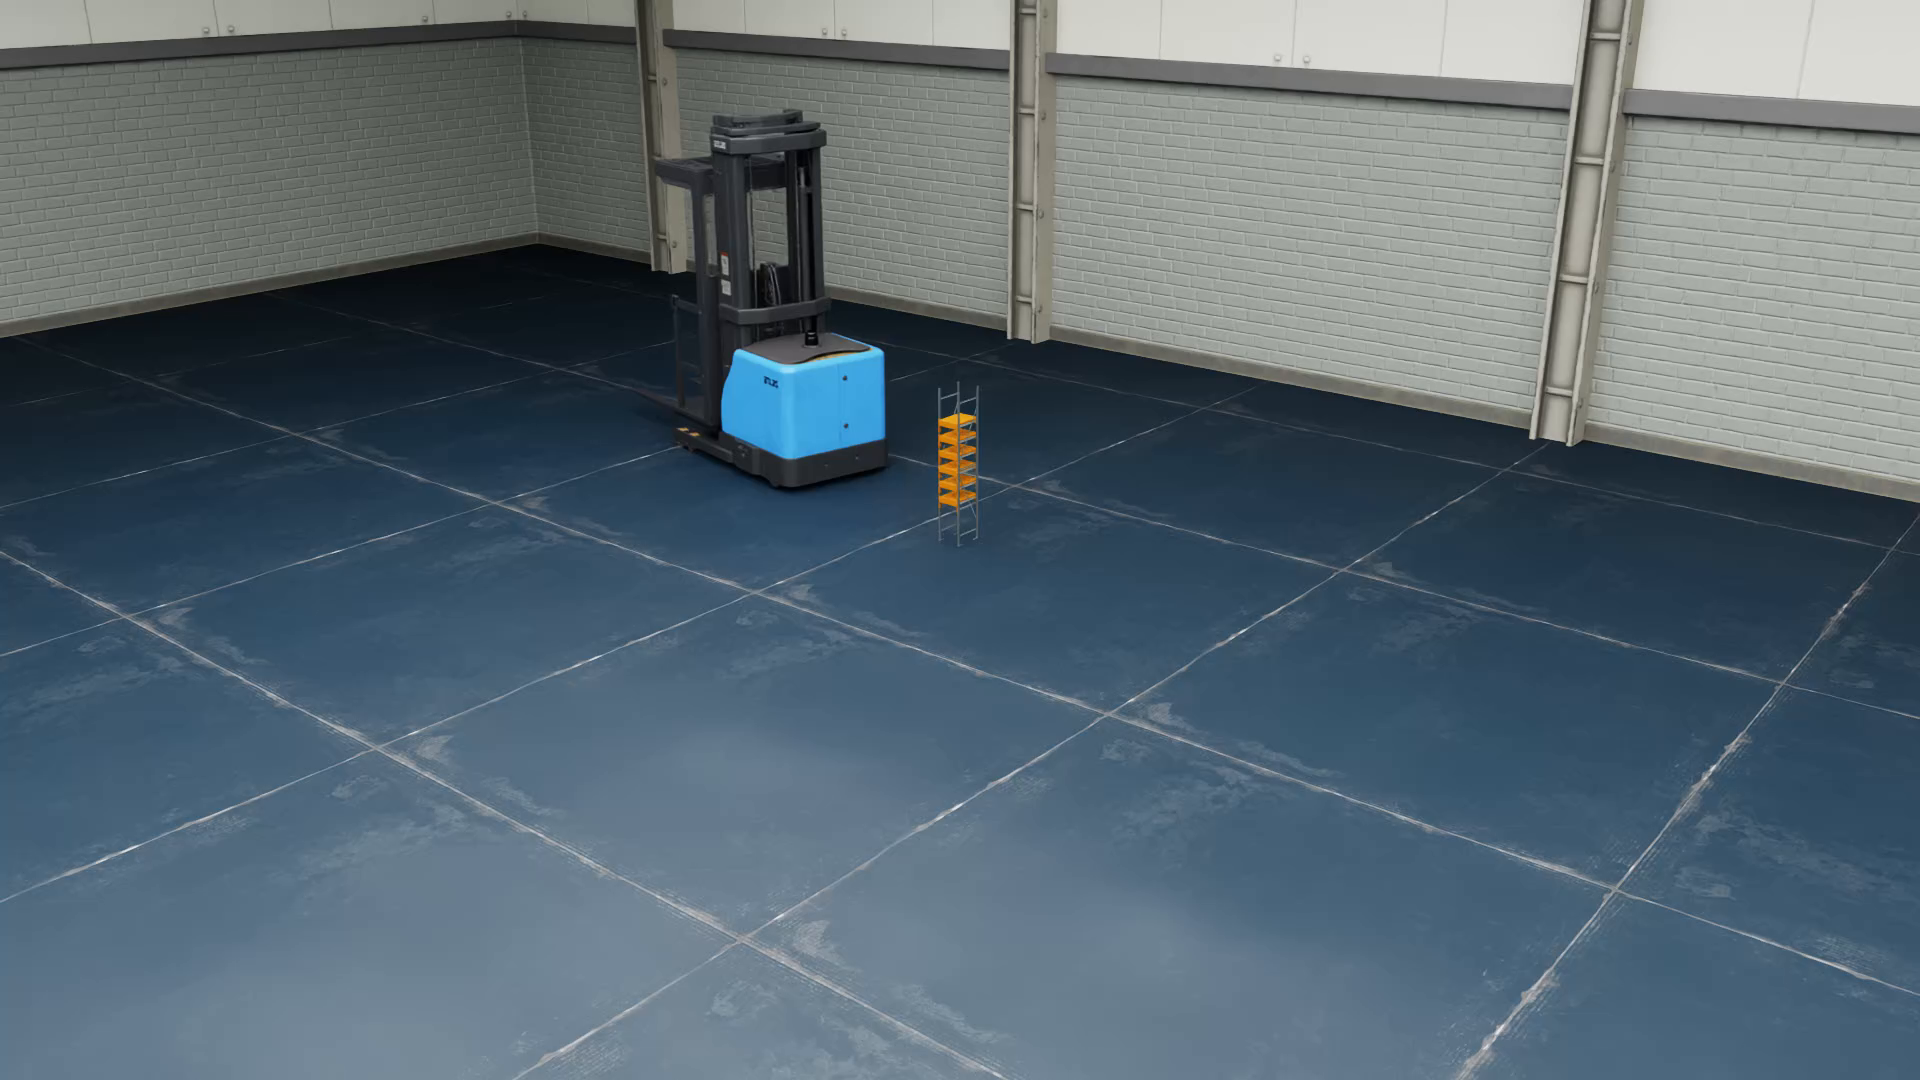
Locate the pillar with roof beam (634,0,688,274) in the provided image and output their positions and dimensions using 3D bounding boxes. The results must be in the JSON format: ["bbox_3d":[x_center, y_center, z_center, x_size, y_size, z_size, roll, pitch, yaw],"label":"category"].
[{"bbox_3d":[-6.597,-6.634,17.506,0.400,9.000,9.100,16,26,36],"label":"pillar with roof beam"}]

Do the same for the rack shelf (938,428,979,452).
[{"bbox_3d":[-0.011,-0.748,12.396,0.180,0.103,0.258,16,26,36],"label":"rack shelf"}]

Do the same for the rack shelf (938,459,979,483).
[{"bbox_3d":[-0.011,-0.523,12.481,0.180,0.103,0.258,16,26,36],"label":"rack shelf"}]

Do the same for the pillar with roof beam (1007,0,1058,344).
[{"bbox_3d":[-1.949,-5.295,13.956,0.400,9.000,9.100,16,26,36],"label":"pillar with roof beam"}]

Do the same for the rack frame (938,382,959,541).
[{"bbox_3d":[-0.082,-0.585,12.519,0.006,1.200,0.240,16,26,36],"label":"rack frame"}]

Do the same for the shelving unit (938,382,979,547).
[{"bbox_3d":[-0.011,-0.565,12.465,0.189,1.200,0.258,16,26,36],"label":"shelving unit"}]

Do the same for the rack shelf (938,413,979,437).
[{"bbox_3d":[-0.011,-0.860,12.354,0.180,0.103,0.258,16,26,36],"label":"rack shelf"}]

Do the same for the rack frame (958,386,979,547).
[{"bbox_3d":[0.060,-0.544,12.411,0.006,1.200,0.240,16,26,36],"label":"rack frame"}]

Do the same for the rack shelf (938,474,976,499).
[{"bbox_3d":[-0.011,-0.411,12.523,0.180,0.103,0.258,16,26,36],"label":"rack shelf"}]

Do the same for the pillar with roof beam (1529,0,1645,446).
[{"bbox_3d":[2.700,-3.956,10.406,0.400,9.000,9.100,16,26,36],"label":"pillar with roof beam"}]

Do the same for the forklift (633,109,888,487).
[{"bbox_3d":[-1.919,-2.255,14.495,1.130,2.935,3.031,-15,26,-35],"label":"forklift"}]

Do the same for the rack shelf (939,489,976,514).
[{"bbox_3d":[-0.011,-0.298,12.565,0.180,0.103,0.258,16,26,36],"label":"rack shelf"}]

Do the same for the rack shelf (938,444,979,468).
[{"bbox_3d":[-0.011,-0.635,12.438,0.180,0.103,0.258,16,26,36],"label":"rack shelf"}]
